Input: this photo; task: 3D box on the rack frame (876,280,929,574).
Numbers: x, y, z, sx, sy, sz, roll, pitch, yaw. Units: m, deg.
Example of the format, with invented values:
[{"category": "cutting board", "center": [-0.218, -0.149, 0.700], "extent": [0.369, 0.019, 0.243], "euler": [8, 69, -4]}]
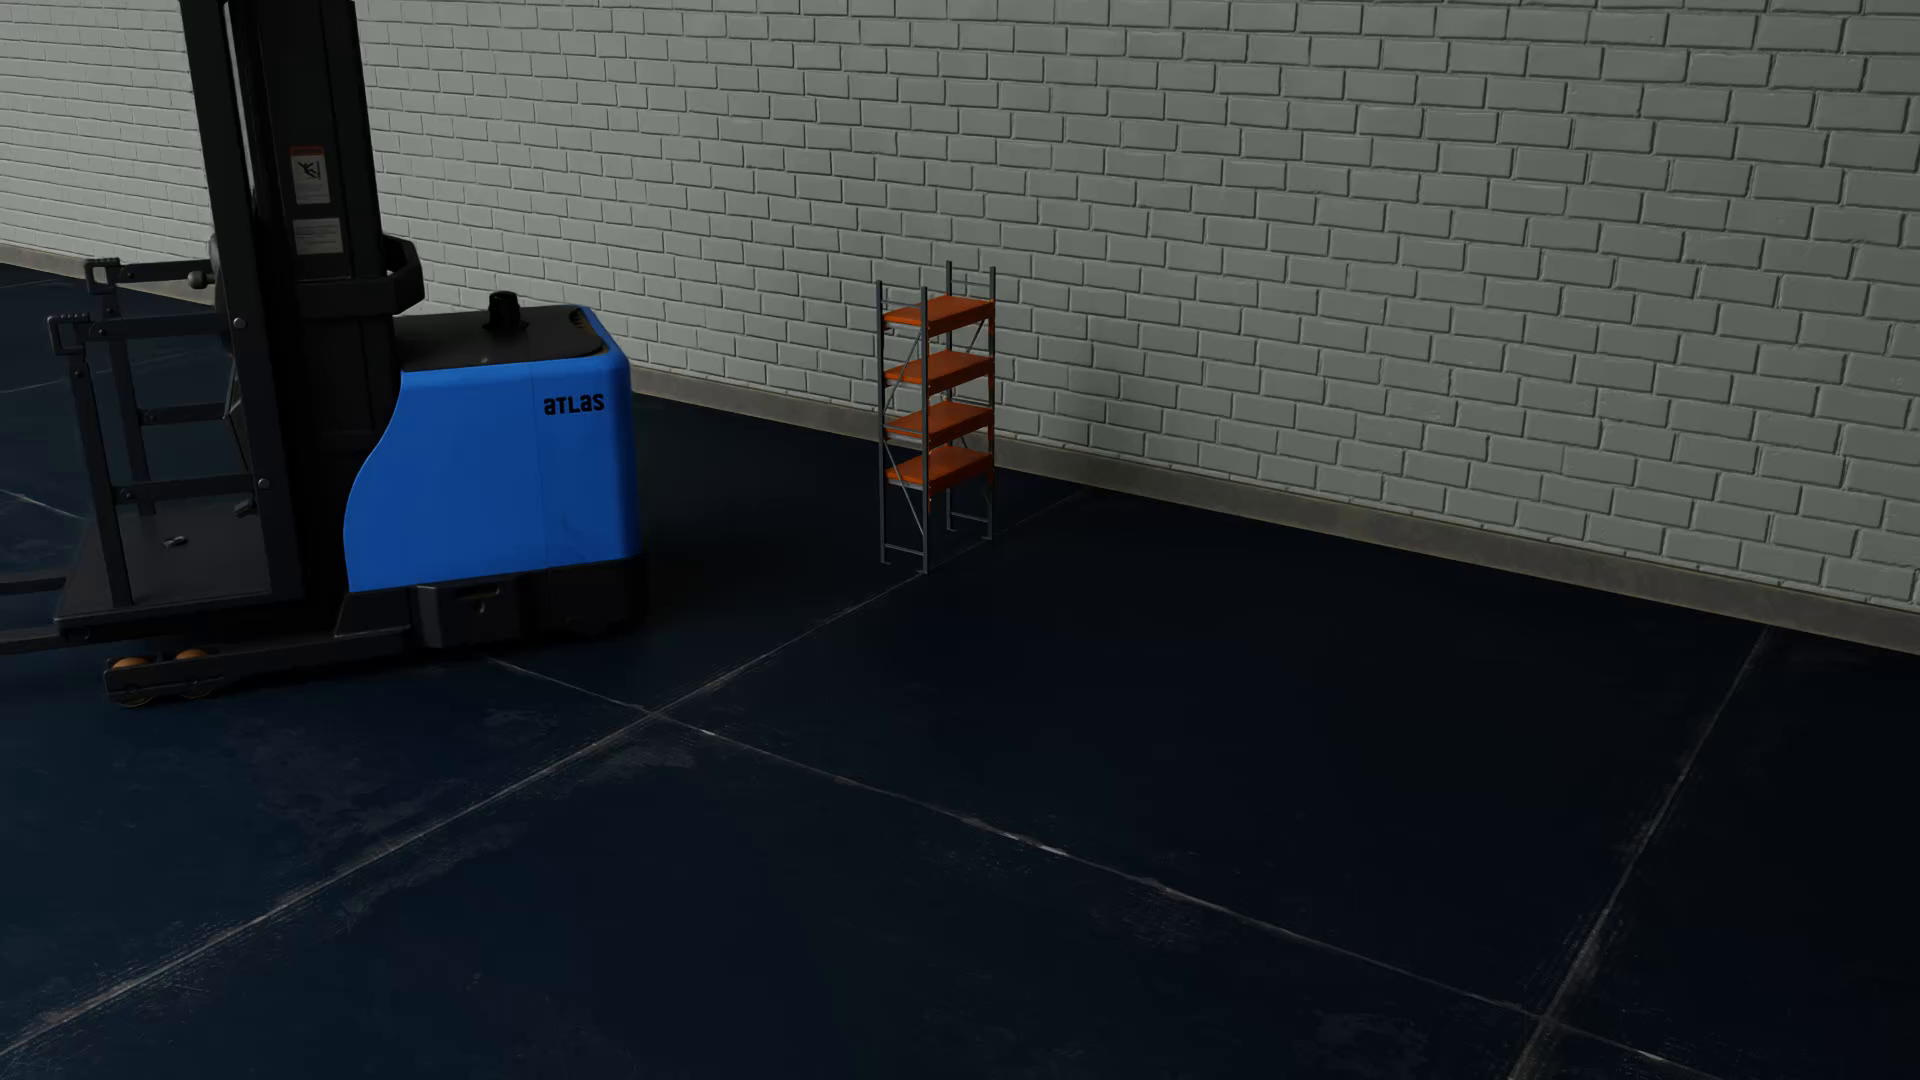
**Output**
[{"category": "rack frame", "center": [-0.230, -0.445, 6.739], "extent": [0.240, 1.200, 0.015], "euler": [13, 24, 32]}]

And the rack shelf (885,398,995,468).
[{"category": "rack shelf", "center": [-0.093, -0.452, 6.952], "extent": [0.258, 0.148, 0.480], "euler": [13, 24, 32]}]

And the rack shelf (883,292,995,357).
[{"category": "rack shelf", "center": [-0.093, -0.884, 6.792], "extent": [0.258, 0.148, 0.480], "euler": [13, 24, 32]}]

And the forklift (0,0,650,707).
[{"category": "forklift", "center": [-2.754, -1.008, 5.765], "extent": [3.031, 2.935, 1.130], "euler": [-7, 22, -19]}]

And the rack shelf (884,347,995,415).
[{"category": "rack shelf", "center": [-0.093, -0.662, 6.874], "extent": [0.258, 0.148, 0.480], "euler": [13, 24, 32]}]

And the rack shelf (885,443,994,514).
[{"category": "rack shelf", "center": [-0.093, -0.266, 7.021], "extent": [0.258, 0.148, 0.480], "euler": [13, 24, 32]}]

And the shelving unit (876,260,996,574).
[{"category": "shelving unit", "center": [-0.093, -0.515, 6.928], "extent": [0.258, 1.200, 0.503], "euler": [13, 24, 32]}]

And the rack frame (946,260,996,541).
[{"category": "rack frame", "center": [0.044, -0.585, 7.118], "extent": [0.240, 1.200, 0.015], "euler": [13, 24, 32]}]
